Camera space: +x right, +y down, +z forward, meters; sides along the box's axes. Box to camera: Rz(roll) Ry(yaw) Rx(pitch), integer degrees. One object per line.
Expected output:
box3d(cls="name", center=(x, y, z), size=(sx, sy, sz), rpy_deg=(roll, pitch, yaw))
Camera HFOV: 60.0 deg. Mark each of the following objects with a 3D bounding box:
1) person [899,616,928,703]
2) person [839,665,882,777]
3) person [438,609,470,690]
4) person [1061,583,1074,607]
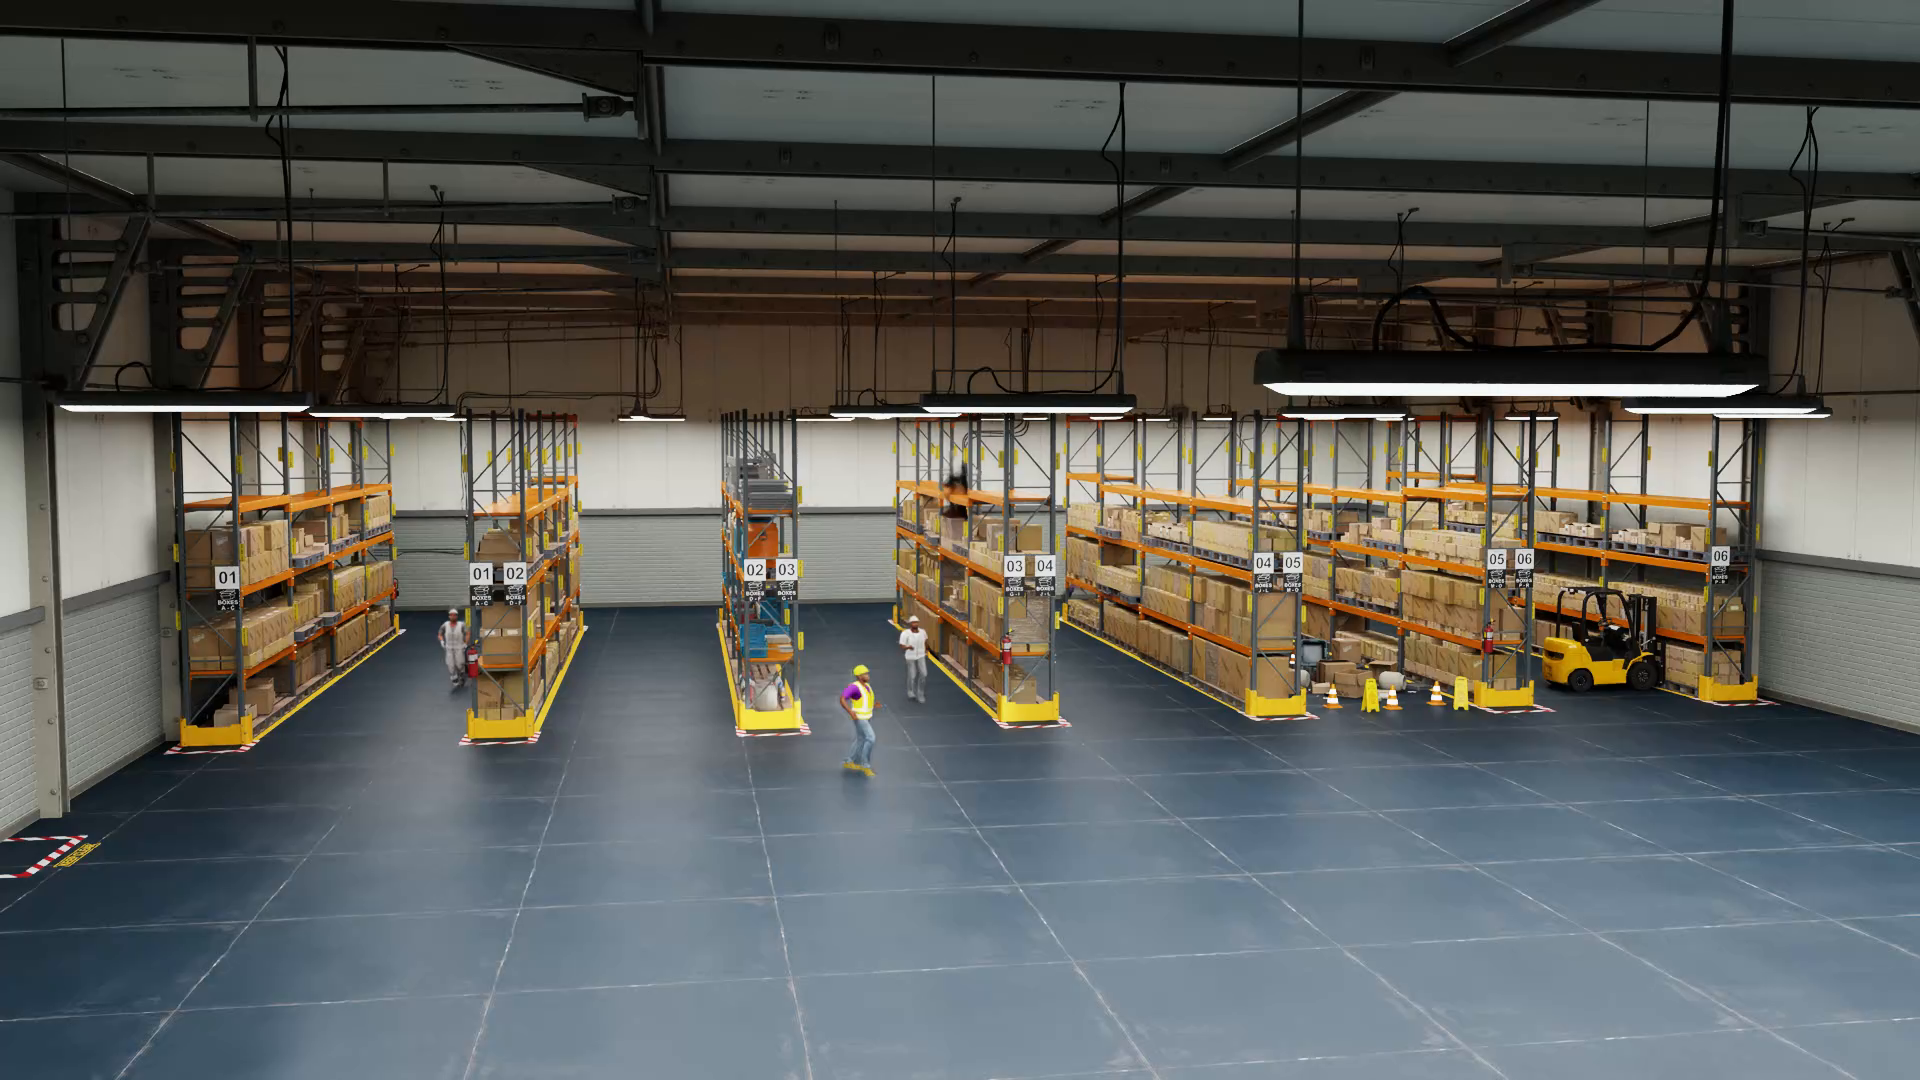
box3d(cls="person", center=(-0.919, 2.456, 34.194), size=(0.671, 1.804, 0.736), rpy_deg=(-1, 4, -18))
box3d(cls="person", center=(-1.613, 2.961, 27.185), size=(0.670, 1.837, 0.695), rpy_deg=(1, 4, 17))
box3d(cls="person", center=(-10.883, 2.355, 35.718), size=(0.661, 1.745, 0.542), rpy_deg=(-1, 4, -7))
box3d(cls="person", center=(3.250, 1.474, 49.959), size=(0.492, 1.536, 0.650), rpy_deg=(1, 4, 12))
